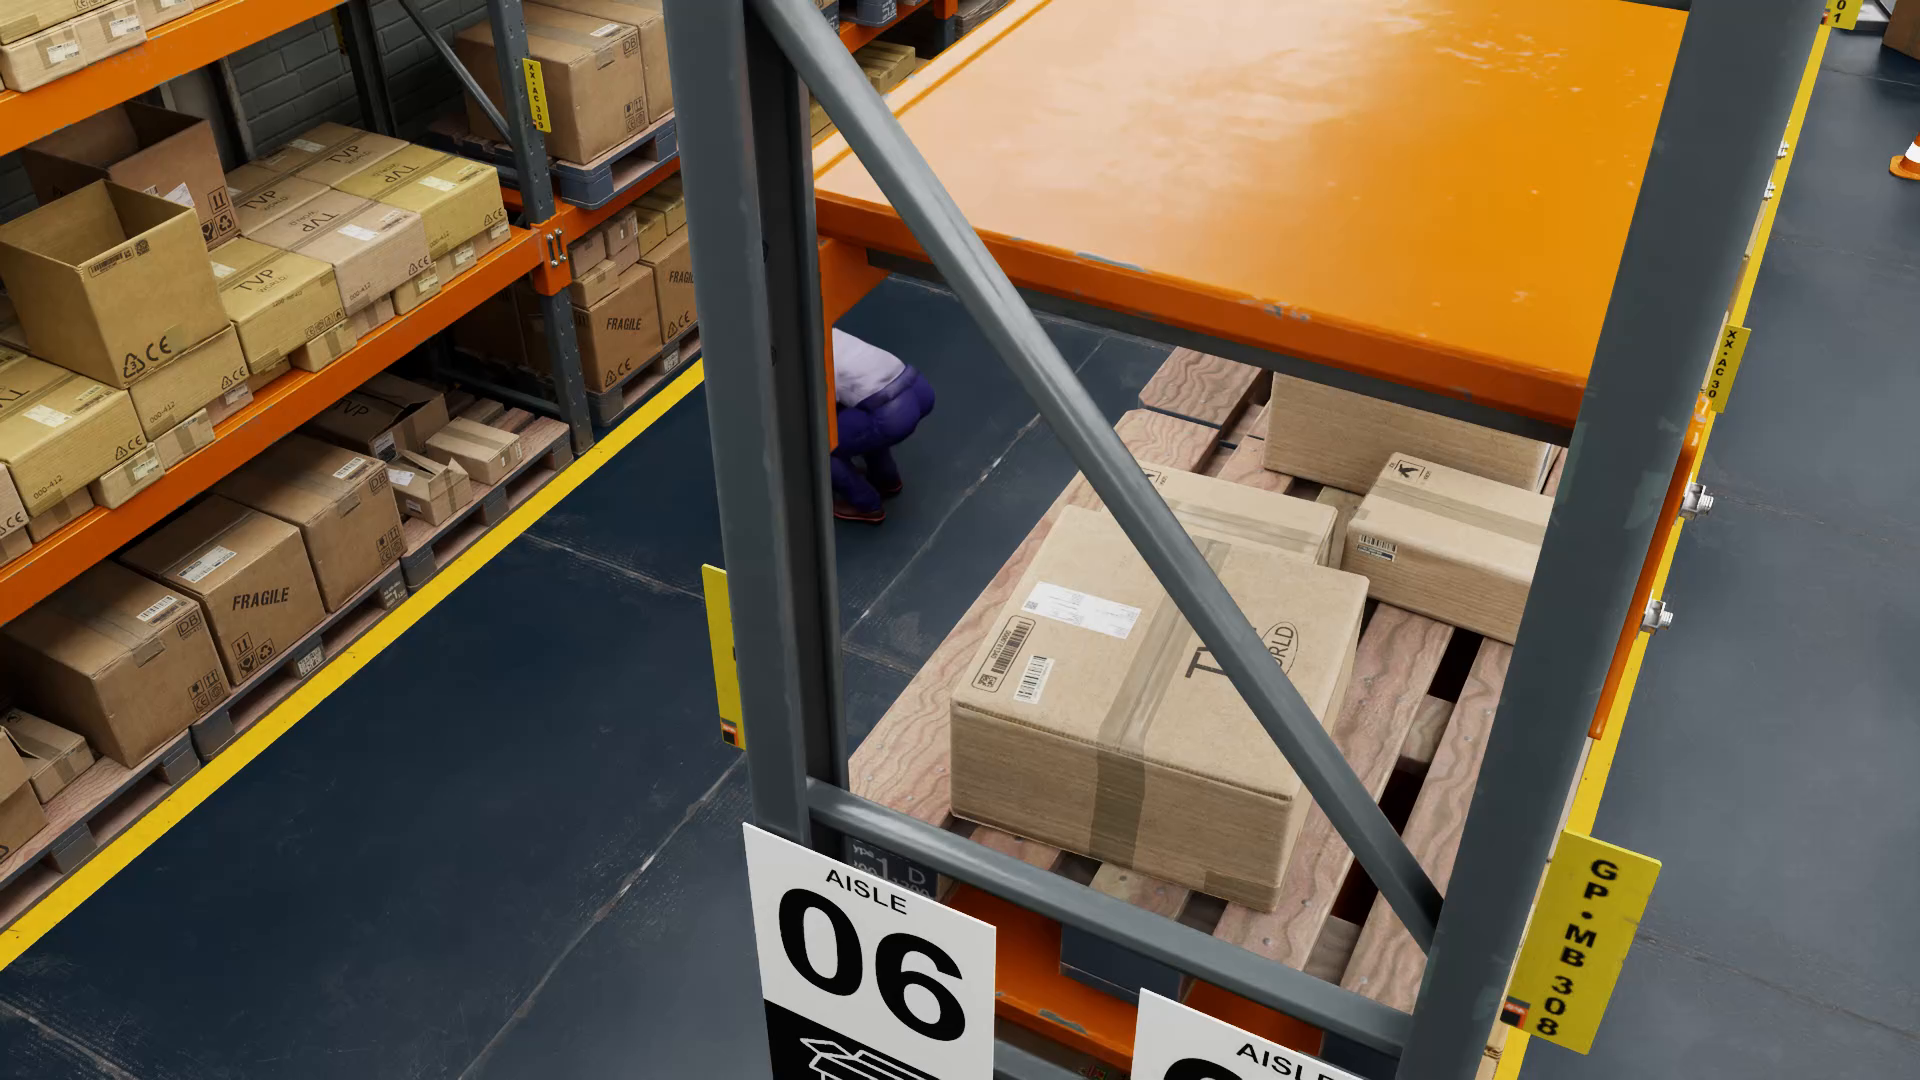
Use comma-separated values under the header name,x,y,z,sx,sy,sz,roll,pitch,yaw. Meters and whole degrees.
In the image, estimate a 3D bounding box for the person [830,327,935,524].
name,x,y,z,sx,sy,sz,roll,pitch,yaw
person,-0.596,-0.606,8.009,0.801,0.944,0.515,16,41,20
